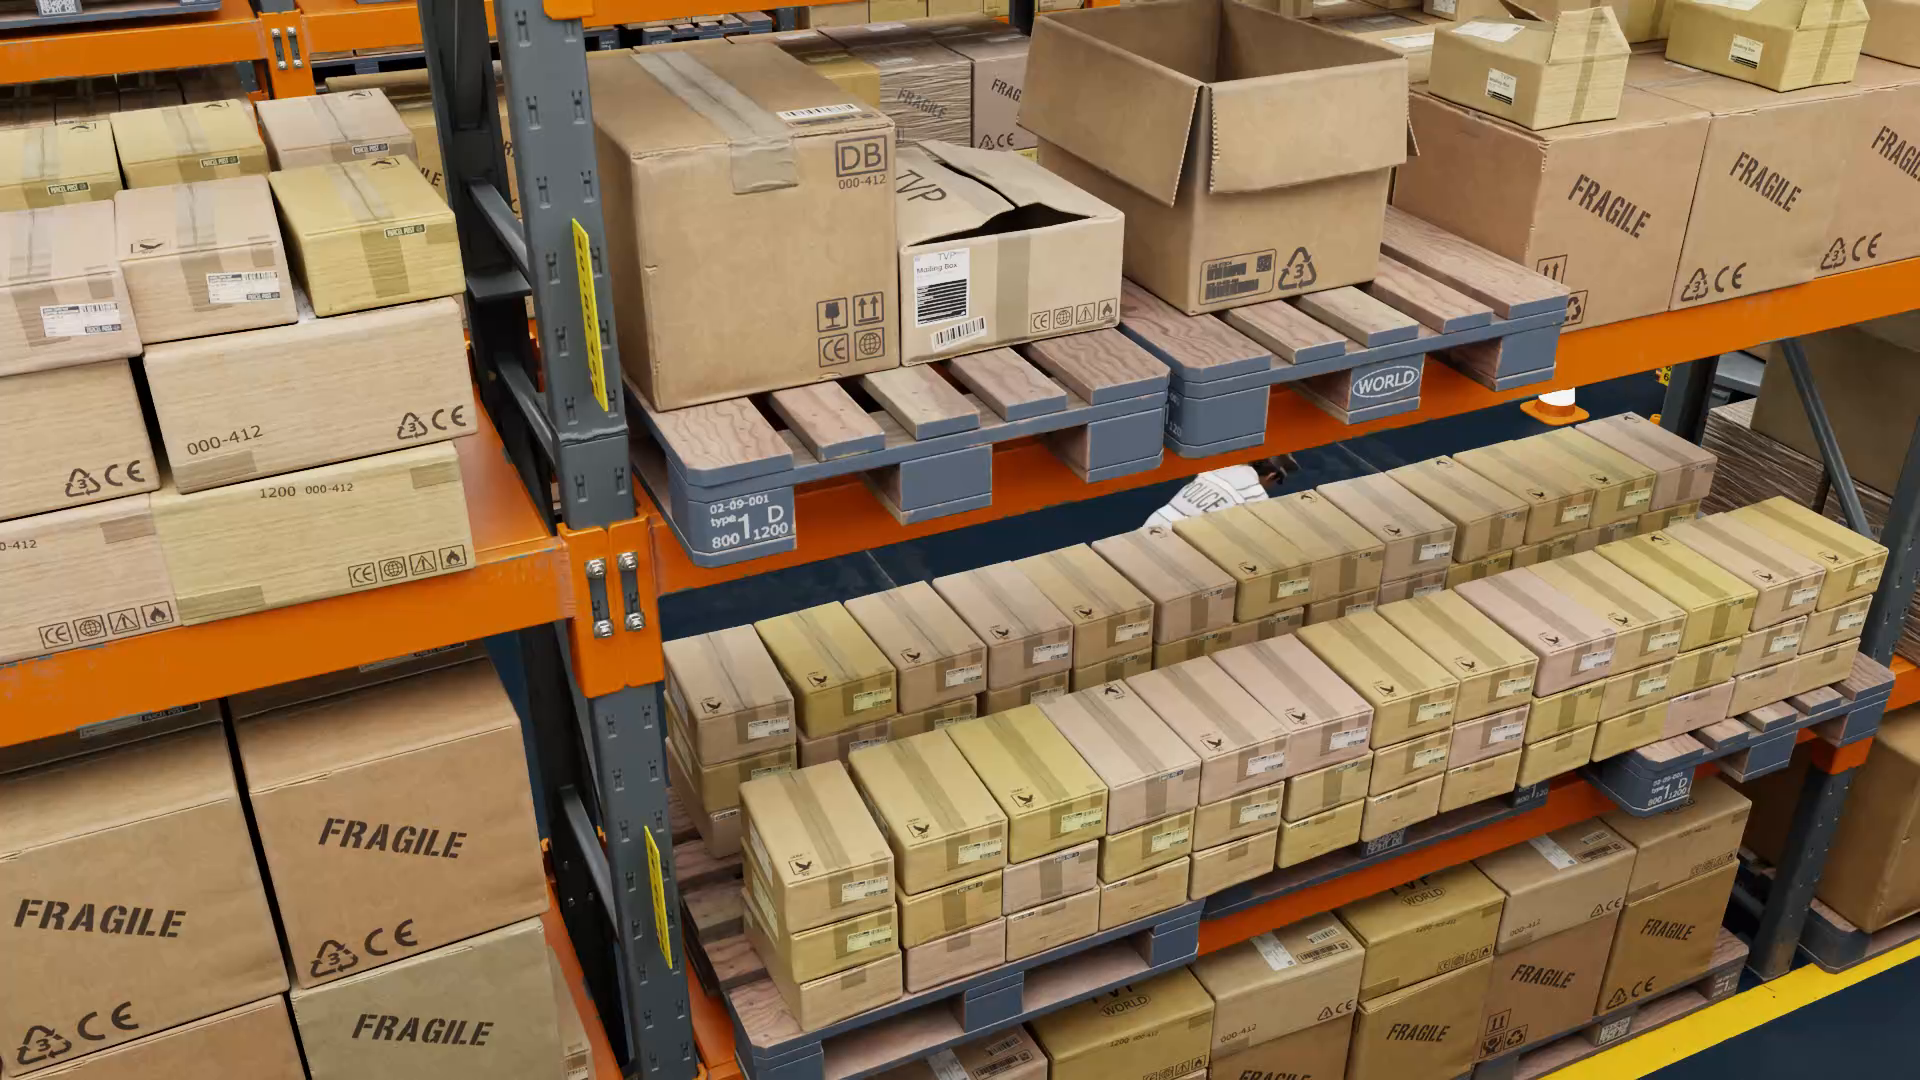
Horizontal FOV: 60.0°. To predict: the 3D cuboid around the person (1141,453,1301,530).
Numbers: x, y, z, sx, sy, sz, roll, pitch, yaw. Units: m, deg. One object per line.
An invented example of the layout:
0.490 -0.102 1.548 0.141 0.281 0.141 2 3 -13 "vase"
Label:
1.254 -0.030 7.988 0.857 0.876 0.486 -13 32 -22 "person"
